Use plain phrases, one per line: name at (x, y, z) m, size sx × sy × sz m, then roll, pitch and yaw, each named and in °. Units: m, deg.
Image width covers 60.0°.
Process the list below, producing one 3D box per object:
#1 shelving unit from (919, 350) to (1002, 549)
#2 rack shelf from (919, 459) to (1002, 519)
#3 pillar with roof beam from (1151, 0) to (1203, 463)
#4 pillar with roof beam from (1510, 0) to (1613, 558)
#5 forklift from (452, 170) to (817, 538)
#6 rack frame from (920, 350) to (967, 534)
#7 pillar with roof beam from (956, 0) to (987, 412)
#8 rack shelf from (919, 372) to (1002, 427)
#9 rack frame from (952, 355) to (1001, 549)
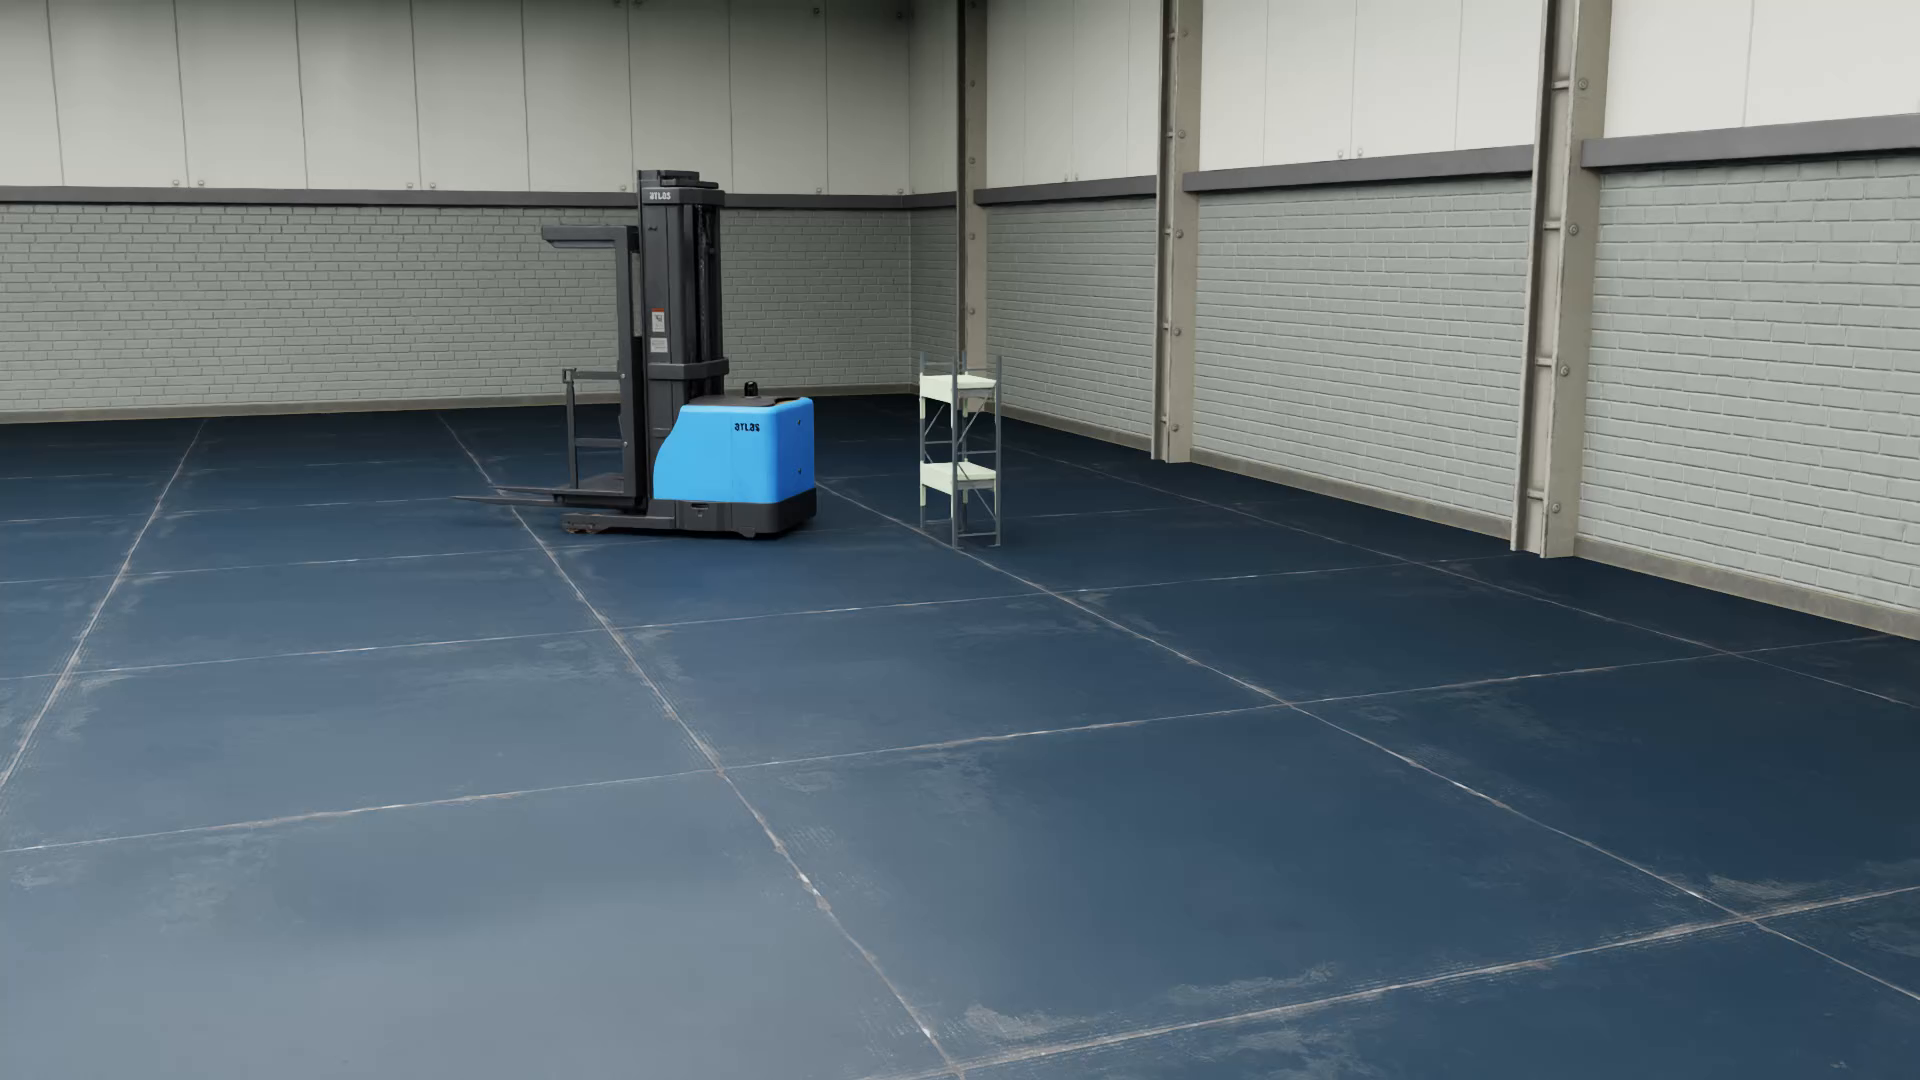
shelving unit at (-0.002, -0.739, 13.295) m, size 0.431 × 1.500 × 0.755 m, roll -4°, pitch 11°, yaw -21°
rack shelf at (-0.002, -0.419, 13.352) m, size 0.431 × 0.370 × 0.720 m, roll -4°, pitch 11°, yaw -21°
pillar with roof beam at (-1.674, -5.040, 16.056) m, size 9.100 × 9.000 × 0.400 m, roll -4°, pitch 11°, yaw -21°
pillar with roof beam at (0.500, -4.060, 10.551) m, size 9.100 × 9.000 × 0.400 m, roll -4°, pitch 11°, yaw -21°
forklift at (-2.799, -1.579, 13.929) m, size 3.031 × 2.935 × 1.130 m, roll 3°, pitch 10°, yaw 15°
rack frame at (-0.135, -0.799, 13.631) m, size 0.400 × 1.500 × 0.023 m, roll -4°, pitch 11°, yaw -21°
pillar with roof beam at (-3.848, -6.019, 21.562) m, size 9.100 × 9.000 × 0.400 m, roll -4°, pitch 11°, yaw -21°
rack shelf at (-0.002, -1.124, 13.227) m, size 0.431 × 0.370 × 0.720 m, roll -4°, pitch 11°, yaw -21°
rack frame at (0.130, -0.680, 12.959) m, size 0.400 × 1.500 × 0.023 m, roll -4°, pitch 11°, yaw -21°
